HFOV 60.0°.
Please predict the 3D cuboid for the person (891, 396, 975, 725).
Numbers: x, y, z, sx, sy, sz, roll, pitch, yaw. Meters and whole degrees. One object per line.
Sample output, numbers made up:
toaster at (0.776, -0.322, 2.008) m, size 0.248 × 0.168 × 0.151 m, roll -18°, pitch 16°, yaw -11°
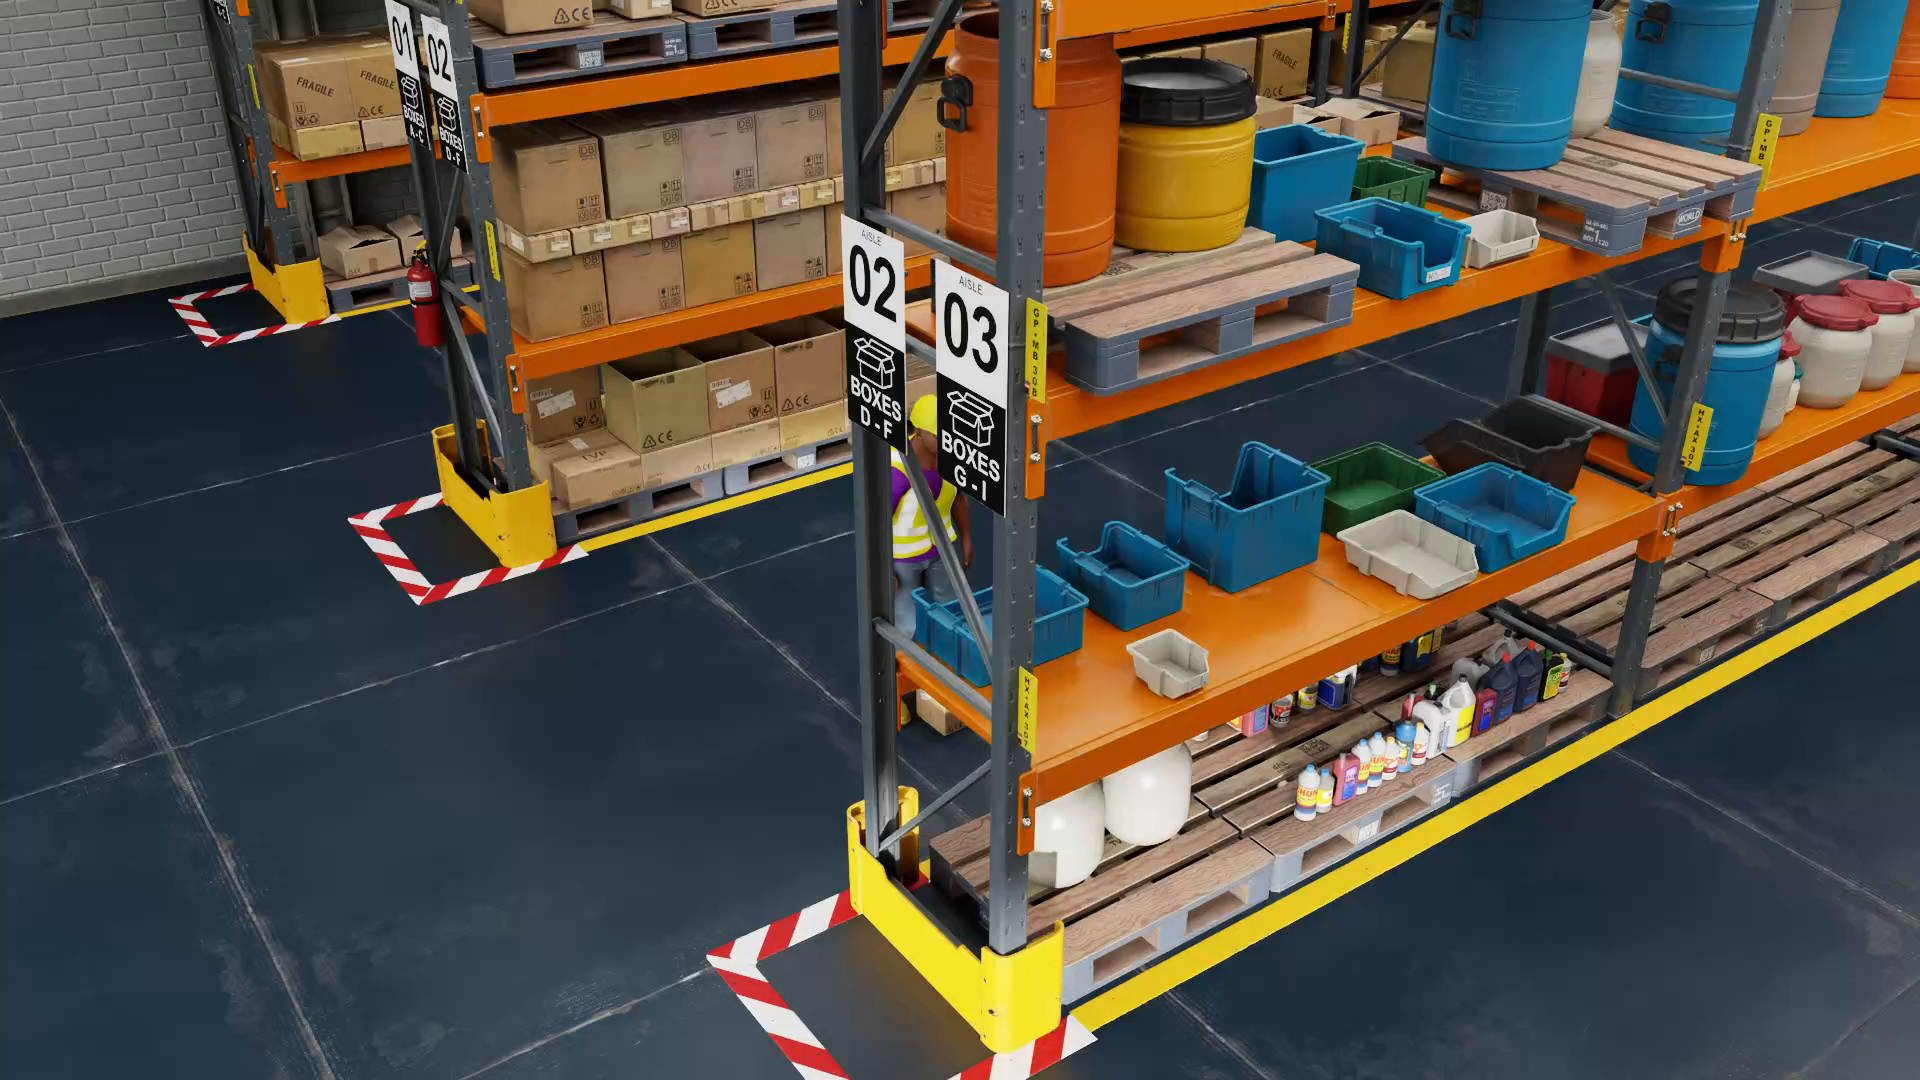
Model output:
person at (-0.204, 0.077, 8.465) m, size 0.619 × 1.758 × 0.456 m, roll -18°, pitch 33°, yaw -30°
